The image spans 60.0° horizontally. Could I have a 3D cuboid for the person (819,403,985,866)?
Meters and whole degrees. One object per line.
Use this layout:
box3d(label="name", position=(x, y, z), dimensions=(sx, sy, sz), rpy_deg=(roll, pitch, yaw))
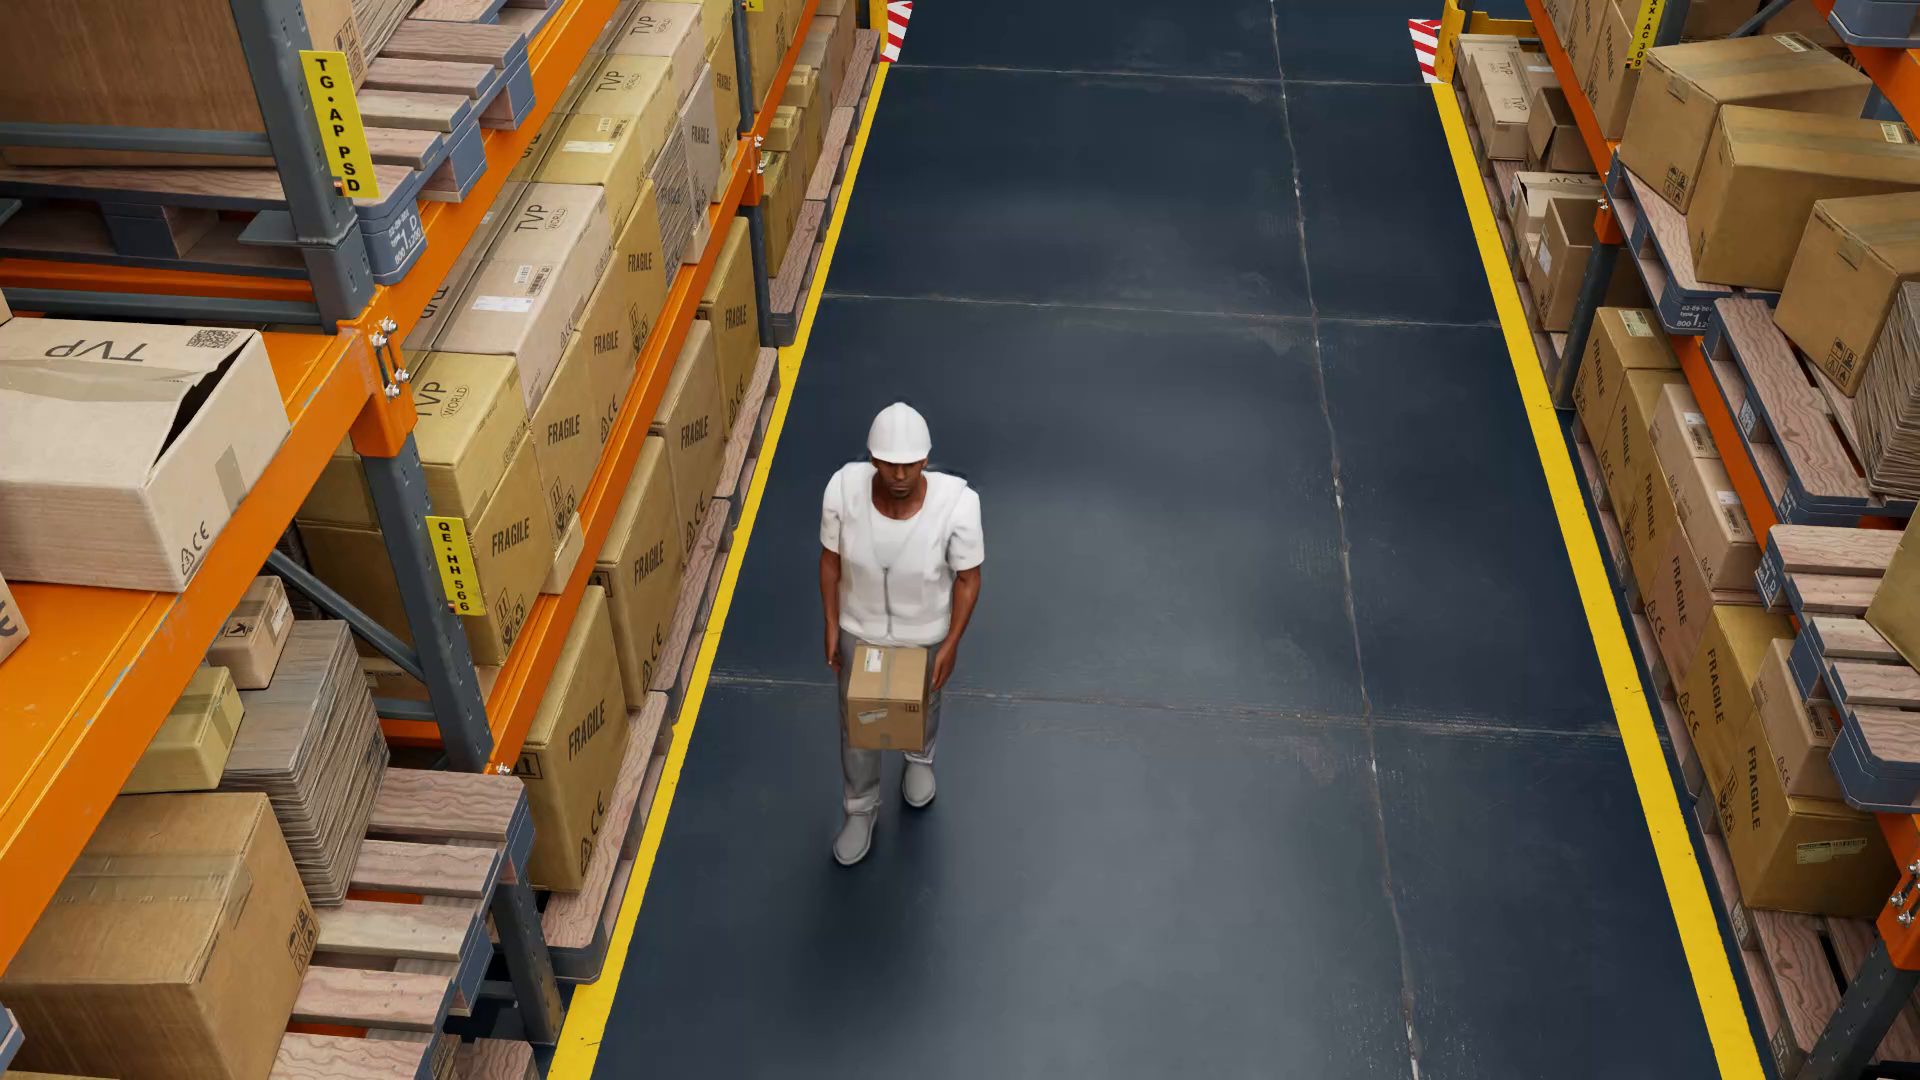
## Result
box3d(label="person", position=(-0.207, 0.341, 5.709), dimensions=(0.564, 1.764, 0.636), rpy_deg=(4, 40, 4))
